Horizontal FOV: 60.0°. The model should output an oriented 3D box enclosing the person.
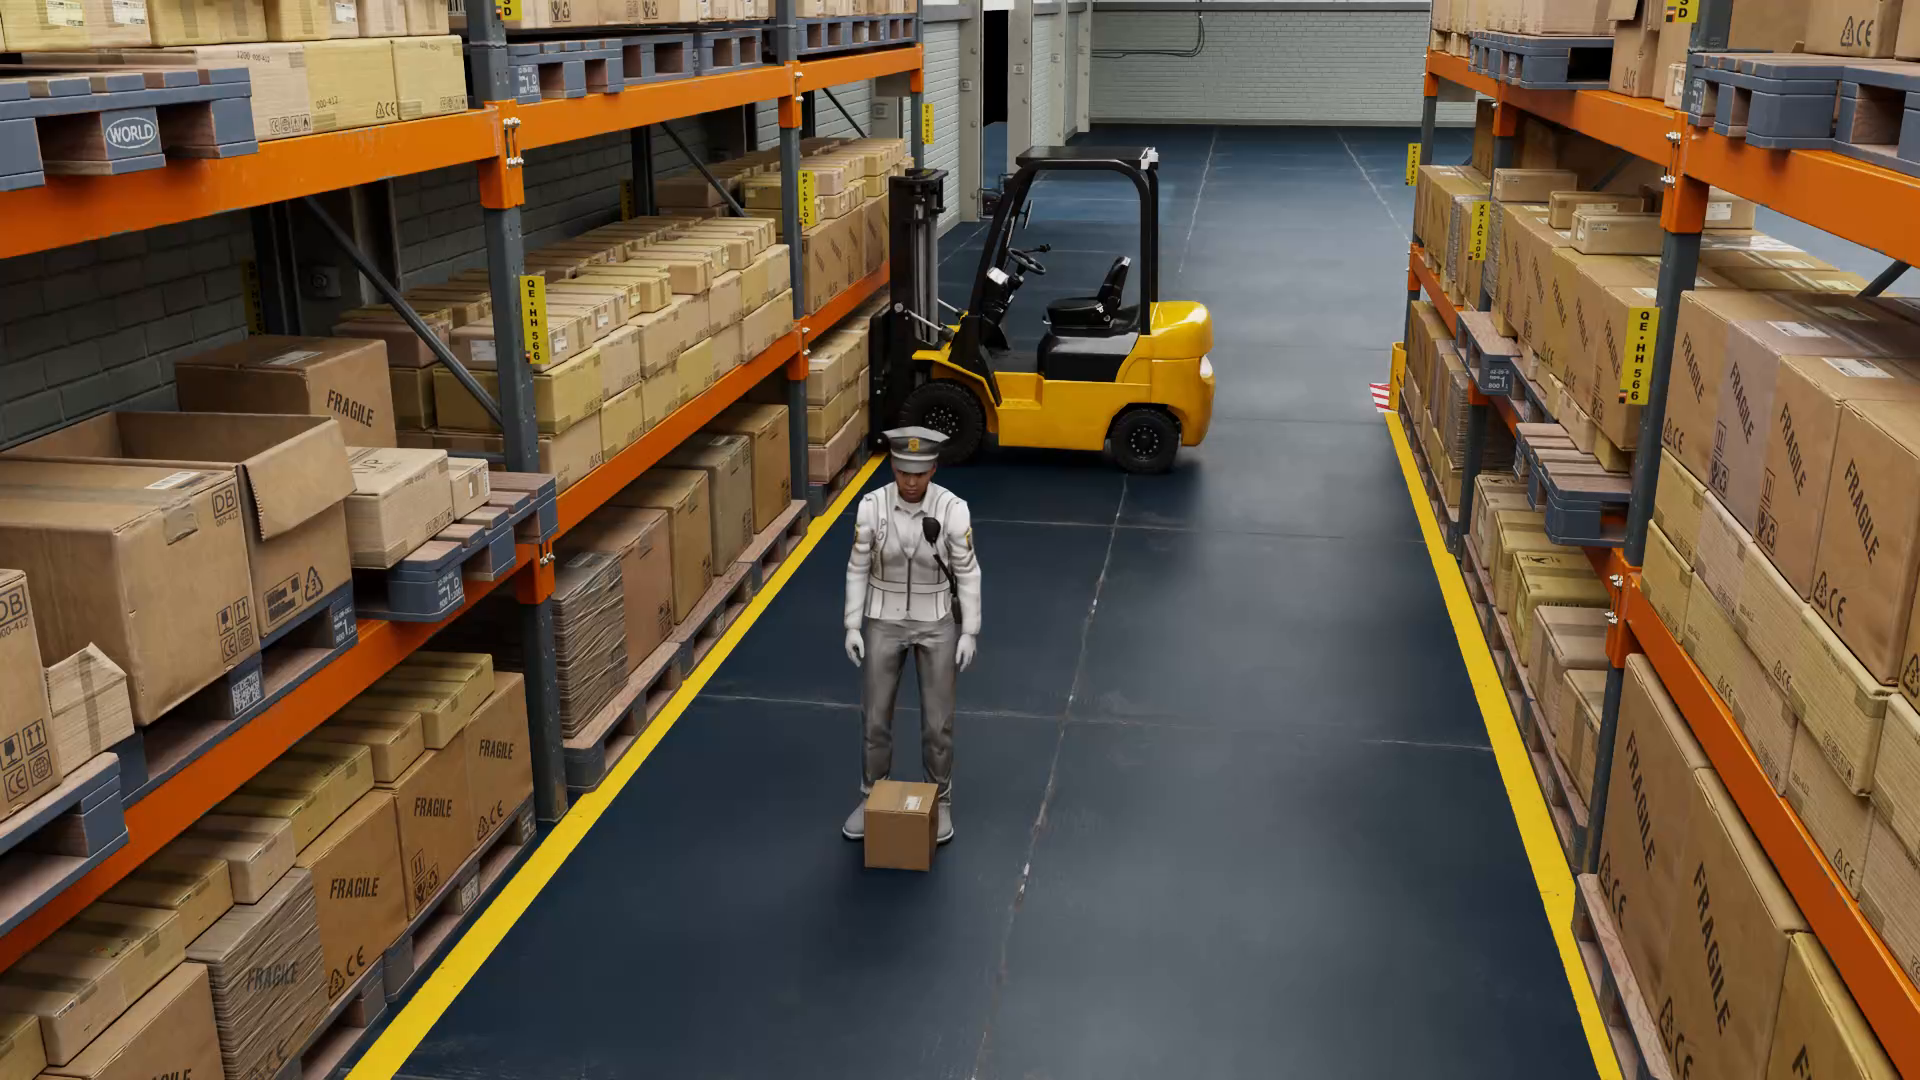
[{"bbox_3d":[-0.188,0.359,6.448,0.542,1.662,0.375,2,18,5],"label":"person"}]
